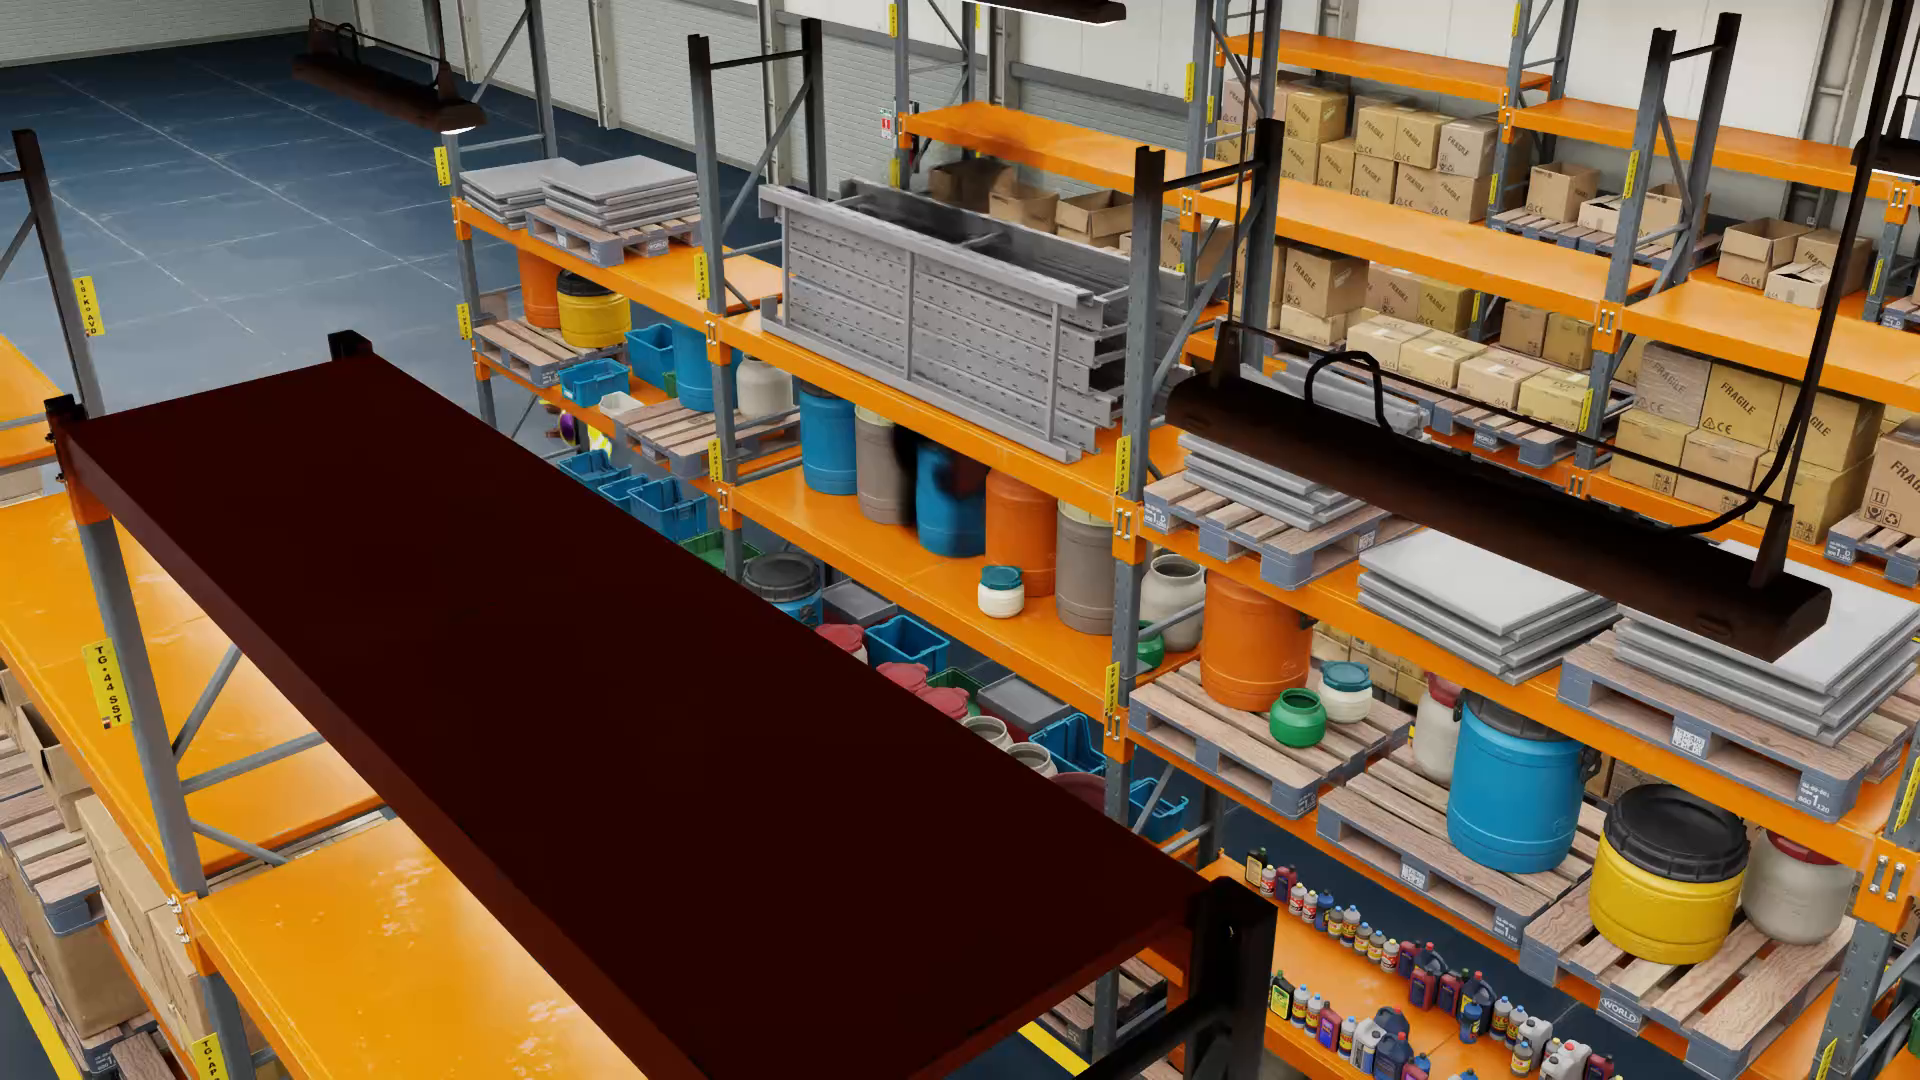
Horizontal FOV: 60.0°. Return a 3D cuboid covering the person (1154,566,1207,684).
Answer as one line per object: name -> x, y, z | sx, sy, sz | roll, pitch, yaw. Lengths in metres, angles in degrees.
person -> 1.785, 0.825, 13.490 | 0.515, 1.676, 0.569 | 22, 34, 37

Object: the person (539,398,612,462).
person -> -3.878, -0.814, 17.404 | 0.947, 1.633, 0.721 | 2, 27, 3
